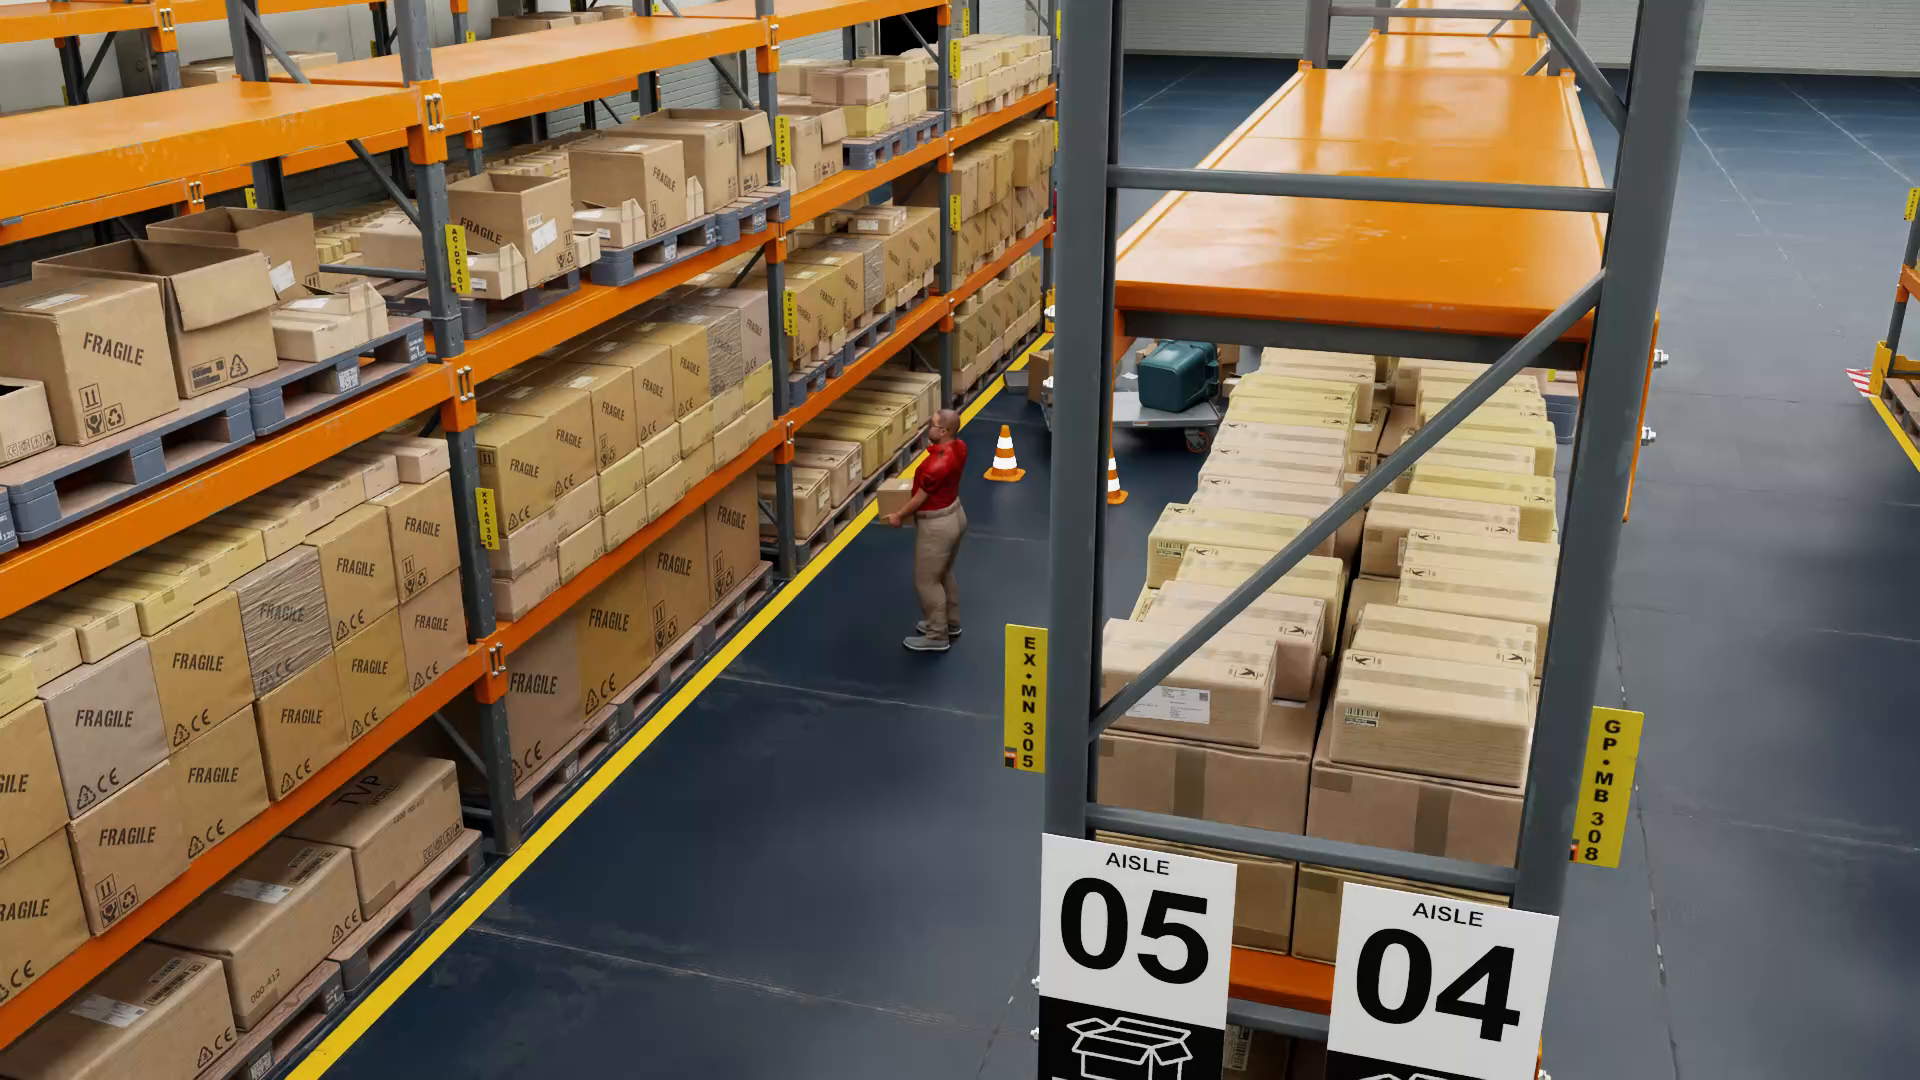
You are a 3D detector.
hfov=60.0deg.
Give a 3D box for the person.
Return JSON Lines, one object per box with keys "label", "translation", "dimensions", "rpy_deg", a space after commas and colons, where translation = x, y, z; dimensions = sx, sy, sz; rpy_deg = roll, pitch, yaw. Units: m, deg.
{"label": "person", "translation": [-0.244, -0.091, 11.383], "dimensions": [0.537, 1.712, 0.493], "rpy_deg": [6, 23, 16]}
